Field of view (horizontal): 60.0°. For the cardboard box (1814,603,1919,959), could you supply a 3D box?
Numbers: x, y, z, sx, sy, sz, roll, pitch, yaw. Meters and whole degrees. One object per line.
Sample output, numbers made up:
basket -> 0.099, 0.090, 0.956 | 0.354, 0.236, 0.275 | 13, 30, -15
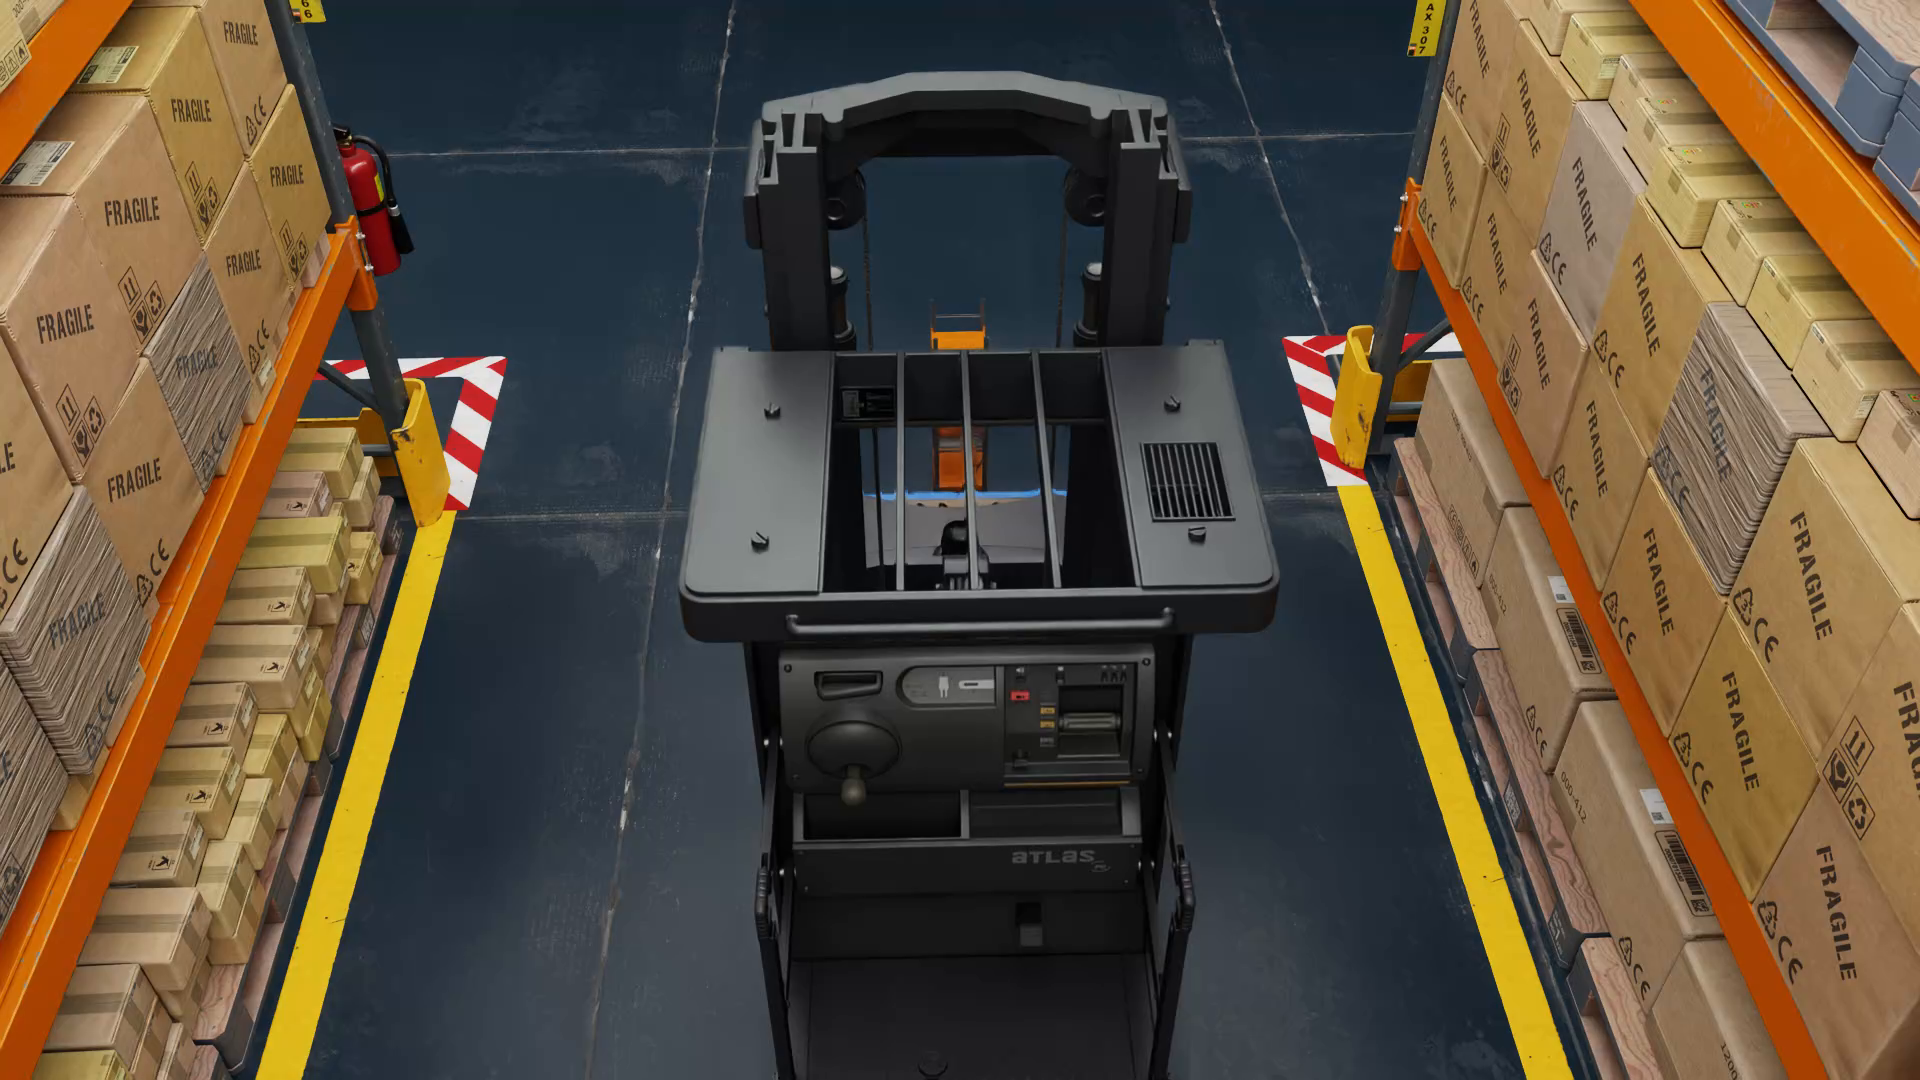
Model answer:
cardboard box -> 2.083, 0.463, 3.211 | 0.500, 0.500, 0.500 | -2, 43, -2

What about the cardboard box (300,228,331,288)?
cardboard box -> -2.436, -1.006, 5.814 | 0.380, 0.149, 0.250 | -2, 43, -2

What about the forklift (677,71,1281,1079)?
forklift -> 0.027, 0.545, 3.986 | 1.130, 2.935, 3.031 | -1, 43, -1

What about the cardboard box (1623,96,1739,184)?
cardboard box -> 1.988, -1.042, 4.373 | 0.380, 0.149, 0.250 | -1, 43, -1

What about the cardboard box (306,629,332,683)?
cardboard box -> -2.440, 0.452, 5.836 | 0.380, 0.149, 0.250 | -1, 43, -1

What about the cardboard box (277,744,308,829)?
cardboard box -> -2.375, 0.808, 5.448 | 0.380, 0.149, 0.250 | -1, 43, -1

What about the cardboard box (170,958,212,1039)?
cardboard box -> -2.437, 1.334, 4.874 | 0.380, 0.149, 0.250 | -3, 43, -4

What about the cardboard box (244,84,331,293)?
cardboard box -> -2.456, -1.162, 5.503 | 0.500, 0.500, 0.500 | -1, 43, -1

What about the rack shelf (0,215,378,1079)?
rack shelf -> -2.647, 0.304, 4.731 | 1.077, 0.370, 4.000 | -2, 43, -2

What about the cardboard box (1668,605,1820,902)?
cardboard box -> 2.077, 0.489, 3.922 | 0.500, 0.500, 0.500 | -3, 43, -3

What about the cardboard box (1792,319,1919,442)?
cardboard box -> 2.069, -0.352, 3.621 | 0.380, 0.149, 0.250 | -2, 43, -2

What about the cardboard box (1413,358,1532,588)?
cardboard box -> 2.337, -0.289, 6.431 | 0.875, 0.438, 0.875 | -3, 43, -3

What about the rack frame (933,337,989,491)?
rack frame -> 0.003, -0.341, 6.345 | 0.200, 1.050, 0.008 | -2, 43, -2

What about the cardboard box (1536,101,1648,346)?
cardboard box -> 2.004, -0.899, 4.697 | 0.500, 0.500, 0.500 | -2, 43, -2

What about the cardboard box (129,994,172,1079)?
cardboard box -> -2.413, 1.408, 4.573 | 0.380, 0.149, 0.250 | -4, 43, -4

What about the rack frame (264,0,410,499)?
rack frame -> -2.732, -1.311, 5.960 | 1.000, 3.000, 0.127 | -2, 43, -2

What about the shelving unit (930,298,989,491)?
shelving unit -> -0.002, -0.423, 6.435 | 0.215, 1.050, 0.252 | -2, 43, -2

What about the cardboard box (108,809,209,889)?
cardboard box -> -2.439, 0.939, 4.864 | 0.380, 0.149, 0.250 | -3, 43, -4

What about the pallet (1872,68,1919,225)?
pallet -> 2.355, -0.447, 2.863 | 1.003, 0.211, 1.213 | -2, 43, -2

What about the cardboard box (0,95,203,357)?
cardboard box -> -2.411, -0.832, 4.403 | 0.500, 0.500, 0.500 | 0, 43, 0

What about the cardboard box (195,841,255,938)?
cardboard box -> -2.349, 1.049, 4.964 | 0.380, 0.149, 0.250 | -2, 43, -2

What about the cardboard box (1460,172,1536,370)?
cardboard box -> 1.992, -0.885, 5.422 | 0.500, 0.500, 0.500 | -2, 43, -2

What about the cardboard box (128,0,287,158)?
cardboard box -> -2.464, -1.524, 5.159 | 0.500, 0.500, 0.500 | -2, 43, -3

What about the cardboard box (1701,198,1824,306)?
cardboard box -> 2.032, -0.695, 3.994 | 0.380, 0.149, 0.250 | -2, 43, -2

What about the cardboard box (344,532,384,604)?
cardboard box -> -2.389, 0.105, 6.214 | 0.380, 0.149, 0.250 | 0, 43, 0

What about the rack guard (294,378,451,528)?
rack guard -> -2.729, -0.338, 6.749 | 1.175, 0.500, 0.348 | -2, 43, -2

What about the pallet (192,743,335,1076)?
pallet -> -2.681, 1.139, 5.351 | 1.003, 0.211, 1.213 | -2, 43, -2

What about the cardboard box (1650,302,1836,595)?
cardboard box -> 2.039, -0.223, 3.960 | 0.500, 0.500, 0.500 | -1, 43, -1

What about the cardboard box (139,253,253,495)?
cardboard box -> -2.408, -0.472, 4.751 | 0.500, 0.500, 0.500 | -2, 43, -2

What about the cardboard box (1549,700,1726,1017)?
cardboard box -> 2.421, 0.937, 5.093 | 0.875, 0.438, 0.875 | -3, 43, -3

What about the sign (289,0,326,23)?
sign -> -2.177, -1.857, 5.465 | 0.100, 0.325, 0.005 | -2, 43, -2

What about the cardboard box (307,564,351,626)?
cardboard box -> -2.401, 0.174, 5.919 | 0.380, 0.149, 0.250 | -3, 43, -4

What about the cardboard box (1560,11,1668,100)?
cardboard box -> 1.956, -1.388, 4.750 | 0.380, 0.149, 0.250 | -3, 43, -3

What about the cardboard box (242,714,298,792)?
cardboard box -> -2.373, 0.697, 5.348 | 0.380, 0.149, 0.250 | 0, 43, 0

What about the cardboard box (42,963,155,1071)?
cardboard box -> -2.416, 1.295, 4.476 | 0.380, 0.149, 0.250 | -3, 43, -3

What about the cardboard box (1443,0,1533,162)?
cardboard box -> 1.945, -1.595, 5.456 | 0.500, 0.500, 0.500 | -3, 43, -3

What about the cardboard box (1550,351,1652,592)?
cardboard box -> 2.034, -0.204, 4.678 | 0.500, 0.500, 0.500 | 0, 43, 0

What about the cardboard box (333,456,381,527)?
cardboard box -> -2.424, -0.176, 6.302 | 0.380, 0.149, 0.250 | -3, 43, -3

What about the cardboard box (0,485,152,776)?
cardboard box -> -2.345, 0.226, 3.989 | 0.500, 0.500, 0.500 | -2, 43, -3

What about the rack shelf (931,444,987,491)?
rack shelf -> -0.002, -0.210, 6.630 | 0.215, 0.259, 0.240 | -2, 43, -2

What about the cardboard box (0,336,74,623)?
cardboard box -> -2.366, -0.128, 3.636 | 0.500, 0.500, 0.500 | -1, 43, -1

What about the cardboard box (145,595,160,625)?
cardboard box -> -2.409, 0.214, 4.483 | 0.380, 0.149, 0.250 | 0, 43, 0

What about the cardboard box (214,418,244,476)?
cardboard box -> -2.421, -0.318, 5.063 | 0.380, 0.149, 0.250 | -3, 43, -4

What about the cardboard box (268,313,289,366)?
cardboard box -> -2.437, -0.669, 5.445 | 0.380, 0.149, 0.250 | -2, 43, -2

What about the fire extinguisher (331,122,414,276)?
fire extinguisher -> -2.282, -1.328, 6.313 | 0.296, 0.674, 0.183 | -2, 43, -2

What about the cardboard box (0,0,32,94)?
cardboard box -> -2.369, -1.024, 3.539 | 0.500, 0.250, 0.500 | 0, 43, 0

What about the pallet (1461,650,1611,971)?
pallet -> 2.370, 0.866, 5.649 | 1.003, 0.211, 1.213 | -2, 43, -2

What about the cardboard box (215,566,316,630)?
cardboard box -> -2.417, 0.235, 5.633 | 0.380, 0.149, 0.250 | -3, 43, -4

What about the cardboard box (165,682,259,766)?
cardboard box -> -2.450, 0.596, 5.239 | 0.380, 0.149, 0.250 | -3, 43, -3

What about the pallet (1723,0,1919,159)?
pallet -> 2.306, -1.268, 3.759 | 1.003, 0.211, 1.213 | -2, 43, -2

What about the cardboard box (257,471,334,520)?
cardboard box -> -2.503, -0.113, 6.012 | 0.380, 0.149, 0.250 | -1, 43, -1

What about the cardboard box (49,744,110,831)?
cardboard box -> -2.347, 0.575, 4.089 | 0.380, 0.149, 0.250 | -1, 43, -1
